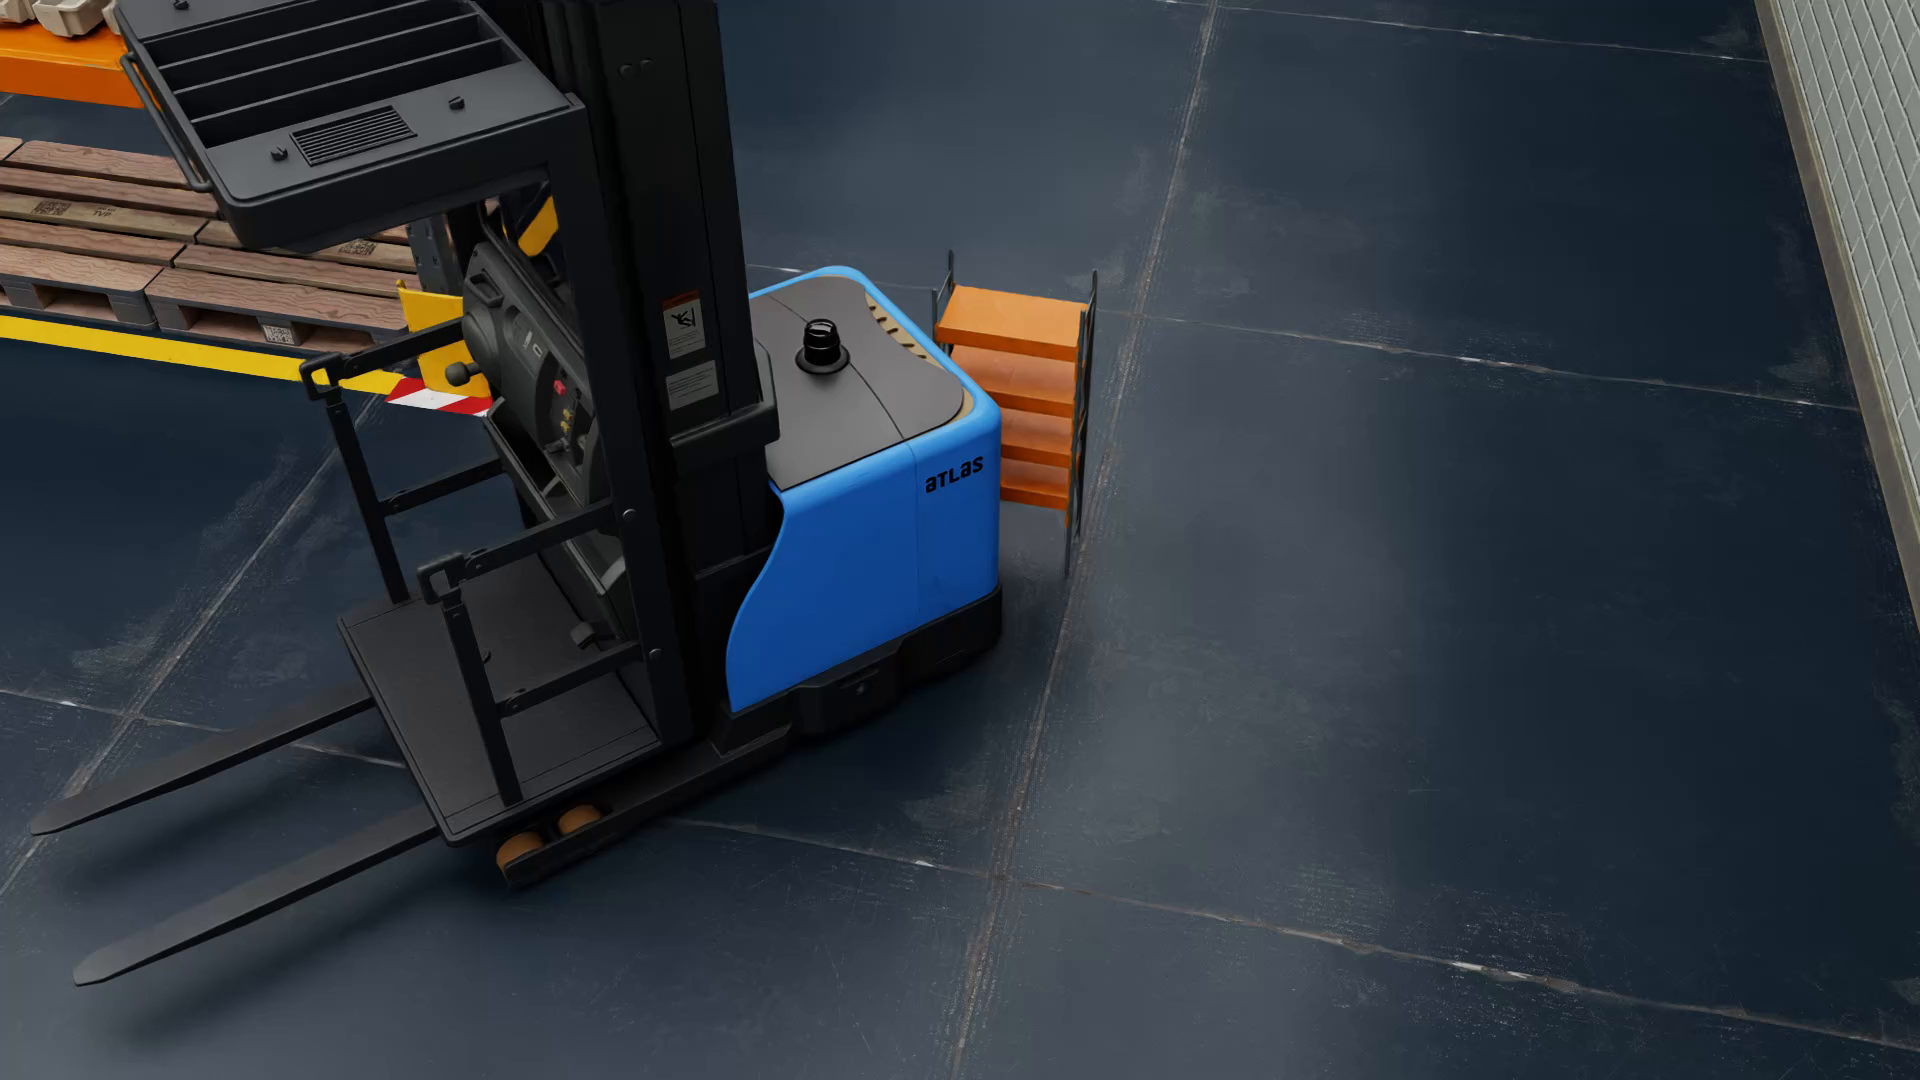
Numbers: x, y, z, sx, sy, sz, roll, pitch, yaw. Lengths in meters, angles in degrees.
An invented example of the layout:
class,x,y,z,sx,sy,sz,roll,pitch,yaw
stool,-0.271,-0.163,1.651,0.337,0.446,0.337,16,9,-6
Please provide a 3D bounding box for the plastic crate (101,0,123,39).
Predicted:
class,x,y,z,sx,sy,sz,roll,pitch,yaw
plastic crate,-3.092,-2.054,6.368,0.243,0.136,0.396,9,45,9

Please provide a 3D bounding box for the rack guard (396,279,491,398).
class,x,y,z,sx,sy,sz,roll,pitch,yaw
rack guard,-1.950,-1.178,7.113,0.348,0.500,1.175,9,45,9

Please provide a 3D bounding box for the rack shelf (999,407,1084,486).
class,x,y,z,sx,sy,sz,roll,pitch,yaw
rack shelf,0.180,-0.365,5.861,0.480,0.148,0.258,10,45,10

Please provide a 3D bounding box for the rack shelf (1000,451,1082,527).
class,x,y,z,sx,sy,sz,roll,pitch,yaw
rack shelf,0.180,-0.222,5.999,0.480,0.148,0.258,10,45,10

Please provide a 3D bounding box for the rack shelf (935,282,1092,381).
class,x,y,z,sx,sy,sz,roll,pitch,yaw
rack shelf,0.180,-0.697,5.542,0.480,0.148,0.258,10,45,10

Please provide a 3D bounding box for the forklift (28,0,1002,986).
class,x,y,z,sx,sy,sz,roll,pitch,yaw
forklift,-1.372,-0.414,4.566,3.031,2.935,1.130,-24,49,-23

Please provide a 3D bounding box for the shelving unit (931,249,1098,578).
class,x,y,z,sx,sy,sz,roll,pitch,yaw
shelving unit,0.180,-0.414,5.815,0.503,1.200,0.258,10,45,10

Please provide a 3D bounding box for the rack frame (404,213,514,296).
class,x,y,z,sx,sy,sz,roll,pitch,yaw
rack frame,-1.977,-2.073,6.241,0.127,3.000,1.000,9,45,9

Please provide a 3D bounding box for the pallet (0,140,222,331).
class,x,y,z,sx,sy,sz,roll,pitch,yaw
pallet,-3.960,-1.406,7.558,1.213,0.211,1.003,9,45,9

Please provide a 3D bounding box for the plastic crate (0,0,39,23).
class,x,y,z,sx,sy,sz,roll,pitch,yaw
plastic crate,-3.662,-2.112,6.429,0.250,0.136,0.298,9,45,9

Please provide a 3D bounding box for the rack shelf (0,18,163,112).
class,x,y,z,sx,sy,sz,roll,pitch,yaw
rack shelf,-3.928,-2.117,6.805,4.000,0.370,1.077,9,45,9

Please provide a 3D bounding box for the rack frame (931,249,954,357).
class,x,y,z,sx,sy,sz,roll,pitch,yaw
rack frame,-0.057,-0.454,5.857,0.015,1.200,0.240,10,45,10

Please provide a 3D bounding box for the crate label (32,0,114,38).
class,x,y,z,sx,sy,sz,roll,pitch,yaw
crate label,-3.369,-2.080,6.395,0.243,0.136,0.396,9,45,9

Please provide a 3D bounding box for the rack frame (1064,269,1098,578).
class,x,y,z,sx,sy,sz,roll,pitch,yaw
rack frame,0.417,-0.373,5.772,0.015,1.200,0.240,10,45,10

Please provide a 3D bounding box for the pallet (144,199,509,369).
class,x,y,z,sx,sy,sz,roll,pitch,yaw
pallet,-2.773,-1.220,7.365,1.213,0.211,1.003,9,45,9

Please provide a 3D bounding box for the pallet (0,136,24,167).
class,x,y,z,sx,sy,sz,roll,pitch,yaw
pallet,-5.154,-1.589,7.749,1.213,0.211,1.003,9,45,9

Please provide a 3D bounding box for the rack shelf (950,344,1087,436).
class,x,y,z,sx,sy,sz,roll,pitch,yaw
rack shelf,0.180,-0.526,5.706,0.480,0.148,0.258,10,45,10
